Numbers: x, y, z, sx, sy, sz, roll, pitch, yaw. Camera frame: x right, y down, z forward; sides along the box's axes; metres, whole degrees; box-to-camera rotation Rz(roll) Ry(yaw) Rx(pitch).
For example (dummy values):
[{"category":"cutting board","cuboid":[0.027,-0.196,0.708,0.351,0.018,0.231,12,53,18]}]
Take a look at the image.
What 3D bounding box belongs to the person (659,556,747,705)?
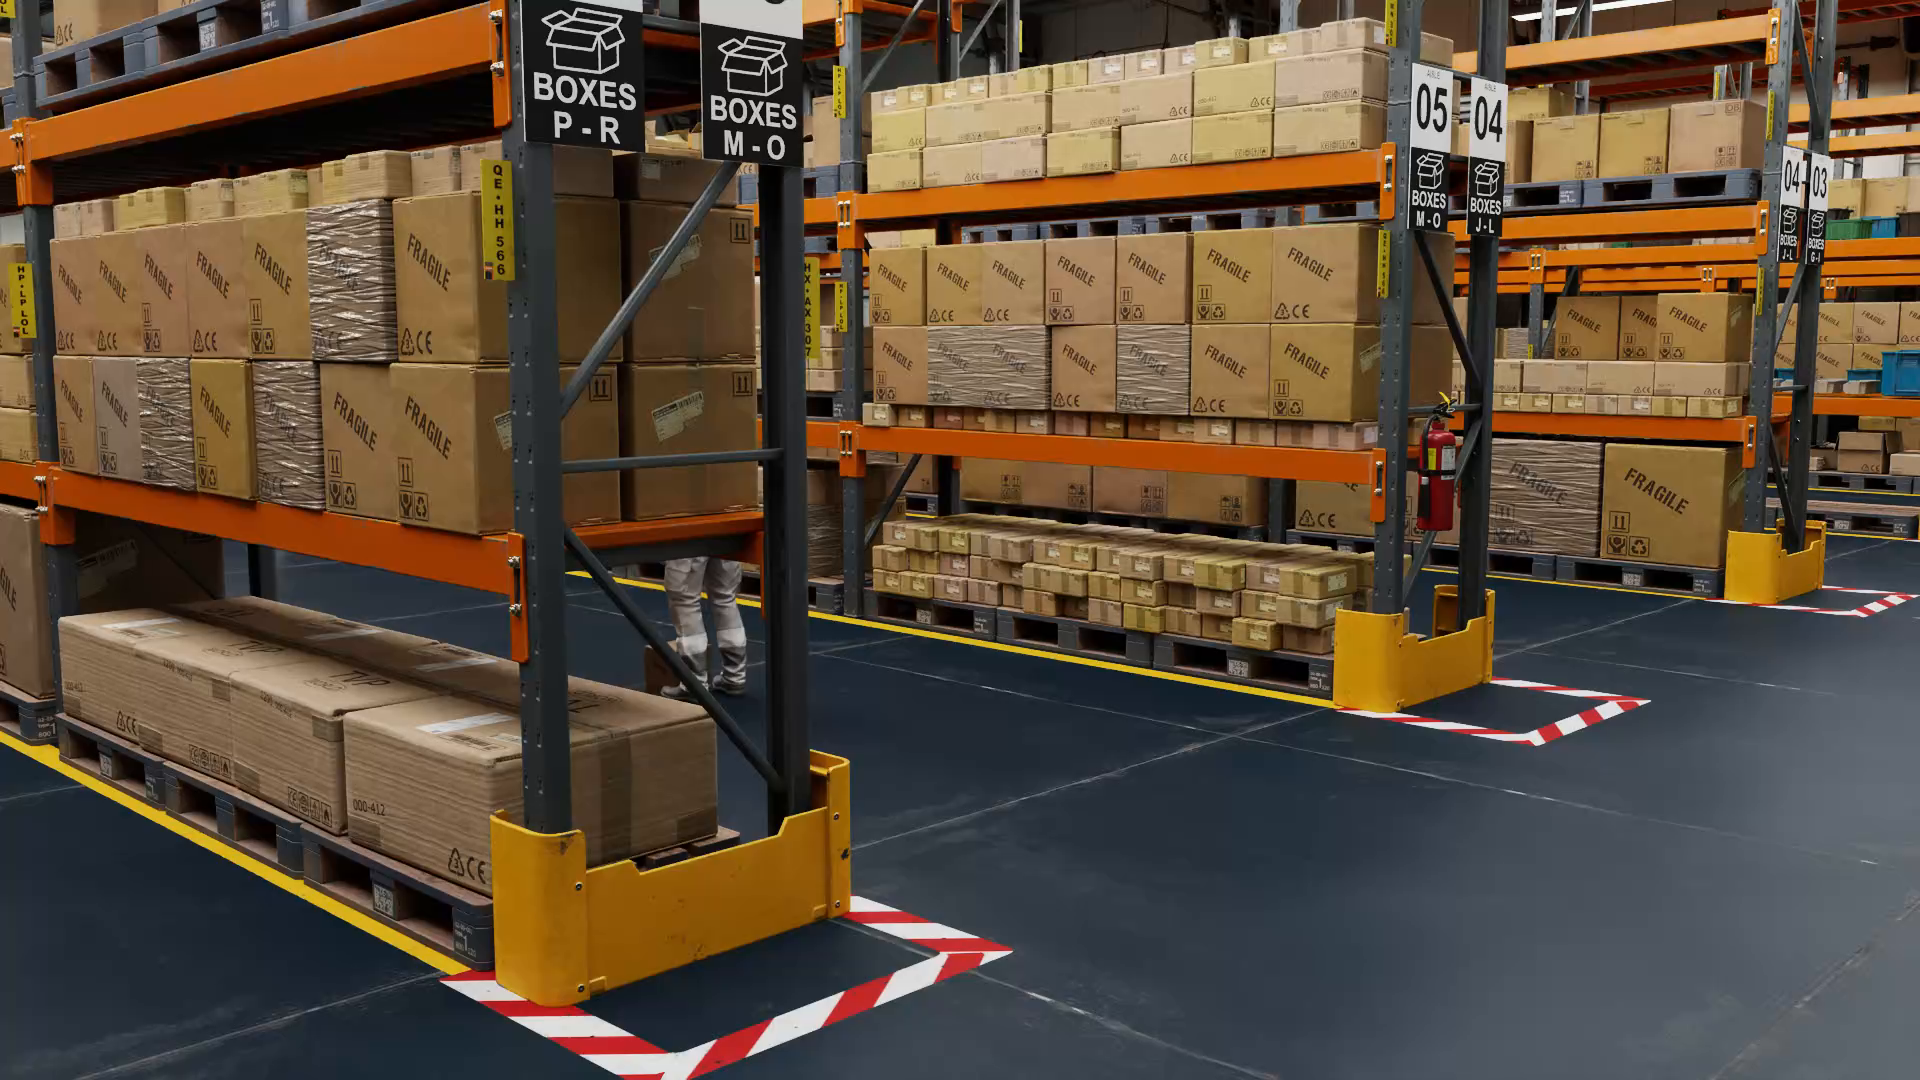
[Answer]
[{"category":"person","cuboid":[-1.347,-0.052,8.622,0.454,1.777,0.606,6,9,41]}]
